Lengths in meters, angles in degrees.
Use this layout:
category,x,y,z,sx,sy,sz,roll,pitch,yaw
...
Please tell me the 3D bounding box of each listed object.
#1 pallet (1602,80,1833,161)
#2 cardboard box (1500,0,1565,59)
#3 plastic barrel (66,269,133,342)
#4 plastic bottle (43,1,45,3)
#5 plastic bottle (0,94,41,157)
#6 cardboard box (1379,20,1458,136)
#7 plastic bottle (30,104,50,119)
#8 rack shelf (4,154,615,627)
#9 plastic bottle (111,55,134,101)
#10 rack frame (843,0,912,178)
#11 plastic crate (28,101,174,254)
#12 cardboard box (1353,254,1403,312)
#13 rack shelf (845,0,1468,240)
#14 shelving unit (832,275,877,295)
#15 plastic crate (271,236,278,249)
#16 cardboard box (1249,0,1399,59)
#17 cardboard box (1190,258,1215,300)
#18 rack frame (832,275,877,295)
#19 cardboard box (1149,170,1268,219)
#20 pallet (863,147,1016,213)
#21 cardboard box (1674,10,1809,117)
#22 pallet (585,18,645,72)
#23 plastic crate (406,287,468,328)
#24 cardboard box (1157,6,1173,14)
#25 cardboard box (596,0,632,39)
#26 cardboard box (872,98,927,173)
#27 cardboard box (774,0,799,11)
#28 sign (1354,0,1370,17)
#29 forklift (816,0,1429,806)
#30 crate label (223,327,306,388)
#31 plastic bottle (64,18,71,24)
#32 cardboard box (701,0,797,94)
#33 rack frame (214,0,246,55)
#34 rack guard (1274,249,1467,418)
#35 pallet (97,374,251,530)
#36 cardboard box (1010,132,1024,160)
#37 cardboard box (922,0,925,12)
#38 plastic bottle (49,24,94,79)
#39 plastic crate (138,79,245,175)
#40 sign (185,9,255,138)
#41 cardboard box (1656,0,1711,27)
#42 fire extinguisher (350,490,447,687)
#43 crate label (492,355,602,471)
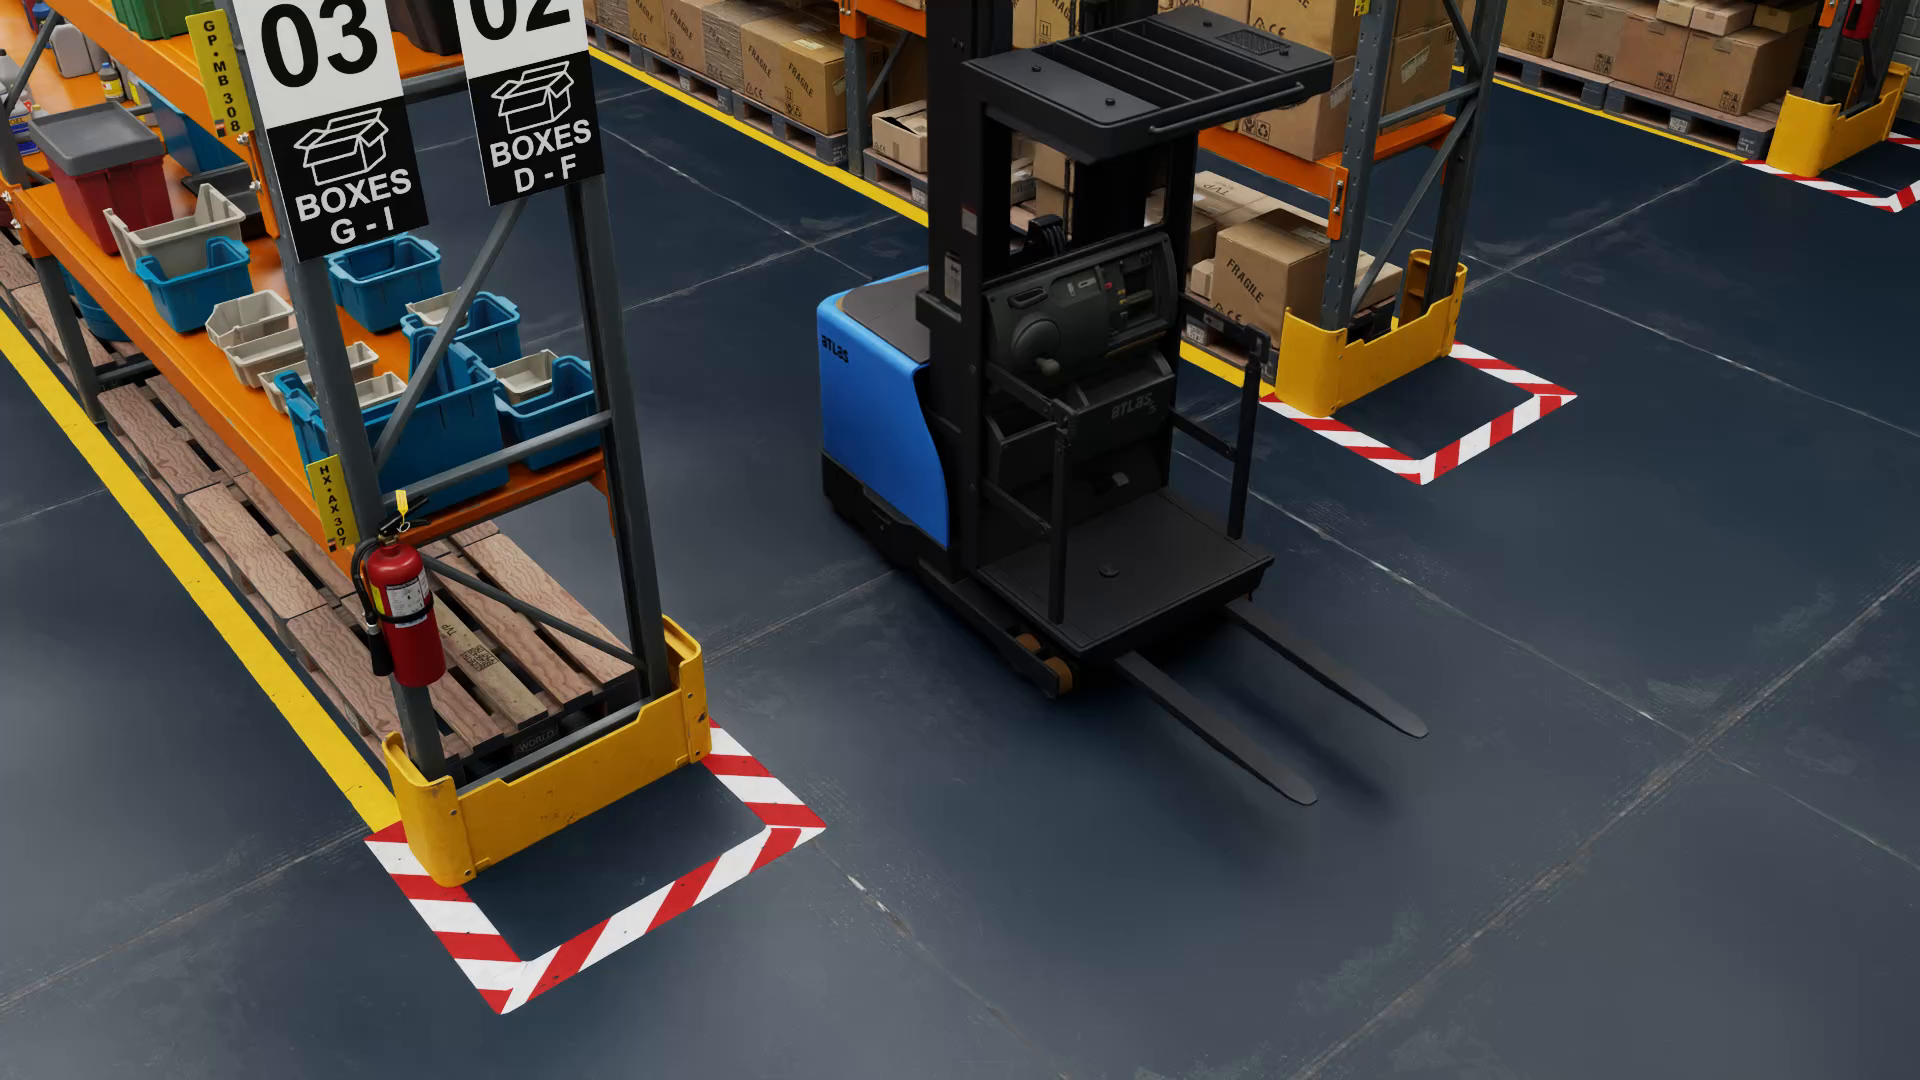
category,x,y,z,sx,sy,sz,roll,pitch,yaw
pallet,5.455,-3.138,11.998,1.003,0.211,1.213,-26,43,-32
cardboard box,4.505,-4.050,12.673,0.700,0.500,0.500,-25,42,-31
plastic barrel,-4.456,-1.585,8.844,0.600,0.901,0.708,-26,43,-32
plastic bottle,-5.216,-3.054,9.568,0.061,0.283,0.133,-26,43,-32
plastic bottle,-4.620,-2.026,8.122,0.152,0.276,0.135,-26,43,-32
cardboard box,2.164,-2.438,8.510,0.500,0.500,0.500,-25,42,-31
plastic bottle,-4.536,-2.050,8.221,0.097,0.201,0.097,0,35,0
rack shelf,-2.828,-0.846,6.972,1.077,0.370,4.000,-26,43,-32
plastic bottle,-4.362,-2.480,8.764,0.152,0.276,0.135,-26,43,-32
rack frame,-0.332,-3.869,10.617,1.000,3.000,0.127,-26,43,-32
plastic crate,-3.734,-1.586,7.286,0.402,0.464,0.583,-26,43,-32
cardboard box,2.242,-1.432,9.263,0.380,0.149,0.250,-26,43,-32
rack shelf,0.959,-2.692,9.578,1.077,0.370,4.000,-26,43,-32
shelving unit,-0.431,-0.811,8.101,0.258,0.900,0.210,-18,33,-24
plastic crate,-2.765,-1.283,7.143,0.293,0.136,0.466,-26,43,-32
cardboard box,1.752,-2.646,7.938,0.500,0.500,0.500,-26,43,-32
cardboard box,1.518,-1.487,9.325,0.380,0.166,0.250,-26,43,-32
rack frame,-0.482,-0.853,8.179,0.240,0.900,0.006,-18,33,-24
cardboard box,1.470,-1.948,9.903,0.500,0.250,0.500,-26,43,-32
pallet,0.110,-2.427,10.995,1.003,0.211,1.213,-26,43,-32
cardboard box,5.503,-3.375,11.720,0.700,0.500,0.500,-26,43,-32
pallet,-2.460,-4.153,13.431,1.003,0.211,1.213,-26,43,-32
plastic crate,-2.026,-0.878,6.570,0.250,0.136,0.298,-26,43,-32
cardboard box,1.097,-2.690,8.866,0.500,0.500,0.500,-26,43,-31
cardboard box,-2.496,-4.258,12.948,0.500,0.500,0.500,-28,44,-33
cardboard box,-0.226,-2.685,10.892,0.500,0.311,0.500,-26,43,-32
cardboard box,-1.128,-3.787,12.285,0.500,0.500,0.500,-25,43,-31
sign,1.812,-2.506,7.418,0.100,0.325,0.005,-26,43,-32
forklift,0.622,-0.871,6.444,1.130,2.935,3.031,-23,41,-29
crate label,-2.576,-0.714,6.338,0.396,0.136,0.243,-26,43,-32
plastic bottle,-4.873,-2.830,9.258,0.152,0.276,0.135,-26,43,-32
cardboard box,-1.505,-3.582,11.995,0.500,0.500,0.500,-25,43,-31
rack frame,-1.537,-2.705,3.784,1.000,3.000,0.127,-26,43,-32
rack guard,2.200,-1.116,8.894,1.175,0.500,0.348,-26,43,-32
pallet,-3.614,-0.575,8.379,1.003,0.211,1.213,-26,43,-32
cardboard box,0.540,-2.596,10.906,0.380,0.149,0.250,-26,43,-32
cardboard box,0.122,-3.358,9.810,0.500,0.500,0.500,-25,42,-31
plastic bottle,-4.840,-2.671,9.033,0.152,0.276,0.135,-26,43,-32
plastic crate,-3.557,-1.962,7.887,0.392,0.384,0.575,-26,43,-32
sign,-1.947,-1.226,4.381,0.100,0.325,0.005,-26,43,-32
cardboard box,5.115,-3.741,11.675,0.380,0.149,0.250,-25,42,-31
fire extinguisher,-1.787,0.163,5.314,0.296,0.674,0.183,-26,43,-32
crate label,-1.445,-0.445,5.876,0.416,0.233,0.303,-26,43,-32
